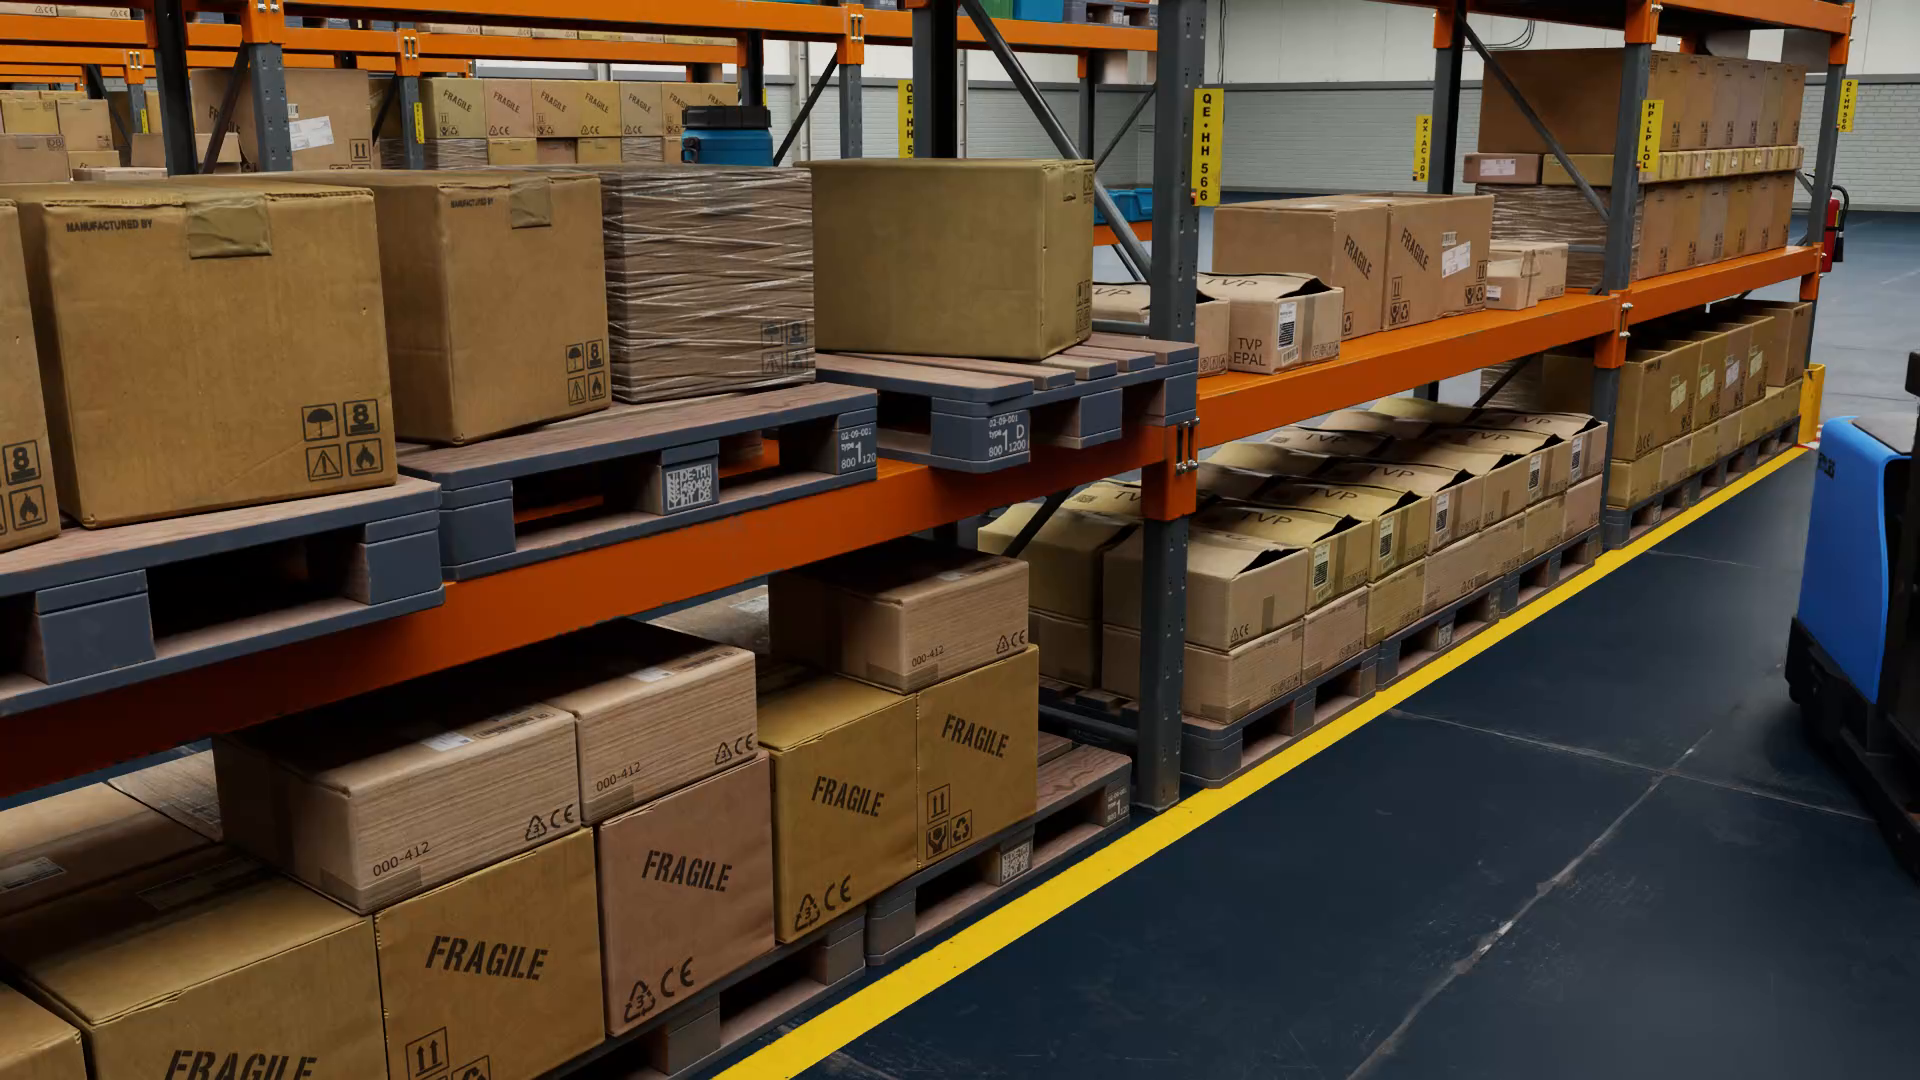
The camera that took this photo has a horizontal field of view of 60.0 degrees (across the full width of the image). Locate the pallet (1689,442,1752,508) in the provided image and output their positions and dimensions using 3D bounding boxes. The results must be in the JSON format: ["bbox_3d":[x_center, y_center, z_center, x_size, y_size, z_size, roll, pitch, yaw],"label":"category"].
[{"bbox_3d":[4.087,-0.473,10.057,1.003,0.211,1.213,11,18,38],"label":"pallet"}]

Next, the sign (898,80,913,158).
[{"bbox_3d":[-0.160,-1.325,5.393,0.100,0.325,0.005,11,18,38],"label":"sign"}]

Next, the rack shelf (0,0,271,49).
[{"bbox_3d":[-4.834,-2.168,6.432,1.077,0.370,4.000,11,18,38],"label":"rack shelf"}]

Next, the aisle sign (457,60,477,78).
[{"bbox_3d":[-5.917,-5.758,19.917,0.394,0.787,0.004,11,18,38],"label":"aisle sign"}]

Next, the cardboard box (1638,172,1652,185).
[{"bbox_3d":[3.265,-1.877,8.398,0.380,0.149,0.250,12,18,38],"label":"cardboard box"}]

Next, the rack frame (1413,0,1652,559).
[{"bbox_3d":[2.788,-1.444,8.216,1.000,3.000,0.127,11,18,38],"label":"rack frame"}]

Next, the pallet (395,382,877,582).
[{"bbox_3d":[-0.945,-0.212,3.755,1.003,0.211,1.213,11,18,38],"label":"pallet"}]

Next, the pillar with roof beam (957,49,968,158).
[{"bbox_3d":[3.322,-12.889,41.082,9.100,9.000,0.400,11,18,38],"label":"pillar with roof beam"}]

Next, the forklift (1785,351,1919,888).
[{"bbox_3d":[3.305,-0.461,4.484,1.130,2.935,3.031,3,15,13],"label":"forklift"}]

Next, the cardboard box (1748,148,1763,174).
[{"bbox_3d":[4.561,-2.273,9.957,0.380,0.149,0.250,12,19,39],"label":"cardboard box"}]

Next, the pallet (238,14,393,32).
[{"bbox_3d":[-5.386,-4.239,13.507,1.213,0.211,1.003,11,18,38],"label":"pallet"}]

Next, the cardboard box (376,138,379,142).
[{"bbox_3d":[-7.190,-4.856,19.148,0.875,0.550,0.550,11,18,38],"label":"cardboard box"}]

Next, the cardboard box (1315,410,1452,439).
[{"bbox_3d":[2.016,-0.451,7.900,0.500,0.311,0.500,11,18,37],"label":"cardboard box"}]

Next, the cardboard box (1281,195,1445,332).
[{"bbox_3d":[1.647,-1.151,6.860,0.500,0.500,0.500,11,18,38],"label":"cardboard box"}]

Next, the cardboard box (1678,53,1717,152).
[{"bbox_3d":[3.694,-2.400,9.141,0.700,0.500,0.500,11,18,38],"label":"cardboard box"}]

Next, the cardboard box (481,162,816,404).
[{"bbox_3d":[-0.758,-0.647,4.020,0.500,0.500,0.700,-12,18,-39],"label":"cardboard box"}]

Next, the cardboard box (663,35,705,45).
[{"bbox_3d":[-2.818,-4.897,16.021,0.500,0.250,0.500,11,18,38],"label":"cardboard box"}]

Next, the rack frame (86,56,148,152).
[{"bbox_3d":[-8.709,-3.765,17.351,1.000,3.000,0.127,11,18,38],"label":"rack frame"}]

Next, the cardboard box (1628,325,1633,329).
[{"bbox_3d":[3.544,-0.991,9.642,0.500,0.500,0.500,11,18,38],"label":"cardboard box"}]

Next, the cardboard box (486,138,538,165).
[{"bbox_3d":[-4.242,-3.337,14.861,0.875,0.500,0.500,11,18,38],"label":"cardboard box"}]

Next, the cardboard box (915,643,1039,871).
[{"bbox_3d":[-0.131,0.536,4.606,0.500,0.500,0.500,12,19,40],"label":"cardboard box"}]

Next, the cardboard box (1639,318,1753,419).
[{"bbox_3d":[4.264,-1.007,9.701,0.500,0.500,0.500,11,18,38],"label":"cardboard box"}]

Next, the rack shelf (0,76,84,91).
[{"bbox_3d":[-15.229,-6.767,24.538,1.077,0.370,4.000,11,18,38],"label":"rack shelf"}]

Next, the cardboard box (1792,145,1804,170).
[{"bbox_3d":[5.210,-2.470,10.735,0.380,0.149,0.250,11,18,37],"label":"cardboard box"}]

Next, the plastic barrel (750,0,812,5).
[{"bbox_3d":[-1.213,-3.777,10.289,0.600,0.901,0.708,11,18,38],"label":"plastic barrel"}]

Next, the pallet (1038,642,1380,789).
[{"bbox_3d":[0.822,0.522,6.141,1.003,0.211,1.213,11,18,38],"label":"pallet"}]

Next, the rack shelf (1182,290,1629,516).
[{"bbox_3d":[1.531,-0.713,6.797,1.077,0.370,4.000,11,18,38],"label":"rack shelf"}]

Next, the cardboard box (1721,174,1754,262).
[{"bbox_3d":[4.356,-1.976,10.105,0.700,0.500,0.500,11,18,38],"label":"cardboard box"}]

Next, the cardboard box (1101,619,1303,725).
[{"bbox_3d":[0.831,0.396,5.703,0.500,0.250,0.500,11,18,37],"label":"cardboard box"}]

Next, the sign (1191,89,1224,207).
[{"bbox_3d":[0.702,-1.119,4.744,0.100,0.325,0.005,11,18,38],"label":"sign"}]

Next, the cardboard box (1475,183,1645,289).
[{"bbox_3d":[3.062,-1.579,8.542,0.700,0.500,0.500,11,18,36],"label":"cardboard box"}]

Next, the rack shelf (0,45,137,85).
[{"bbox_3d":[-9.966,-4.487,15.562,1.077,0.370,4.000,11,18,38],"label":"rack shelf"}]

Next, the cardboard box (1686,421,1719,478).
[{"bbox_3d":[3.952,-0.547,9.415,0.500,0.250,0.500,11,18,38],"label":"cardboard box"}]

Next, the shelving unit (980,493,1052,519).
[{"bbox_3d":[-0.004,-0.544,8.479,0.538,1.125,1.048,11,18,38],"label":"shelving unit"}]

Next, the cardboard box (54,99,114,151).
[{"bbox_3d":[-9.017,-4.202,16.838,0.700,0.500,0.500,11,18,37],"label":"cardboard box"}]

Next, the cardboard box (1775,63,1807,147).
[{"bbox_3d":[4.965,-2.790,10.675,0.700,0.500,0.500,11,18,38],"label":"cardboard box"}]

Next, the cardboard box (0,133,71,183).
[{"bbox_3d":[-6.848,-2.696,12.087,0.500,0.500,0.700,-13,19,-41],"label":"cardboard box"}]

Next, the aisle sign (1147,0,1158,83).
[{"bbox_3d":[1.728,-4.205,13.805,0.394,0.787,0.004,11,18,38],"label":"aisle sign"}]

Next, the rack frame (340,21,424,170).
[{"bbox_3d":[-4.915,-2.978,14.253,1.000,3.000,0.127,11,18,38],"label":"rack frame"}]

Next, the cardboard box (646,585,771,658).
[{"bbox_3d":[-0.559,0.464,4.887,0.500,0.500,0.500,10,18,36],"label":"cardboard box"}]

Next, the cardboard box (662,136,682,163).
[{"bbox_3d":[-2.989,-3.721,16.372,0.875,0.500,0.500,11,18,38],"label":"cardboard box"}]

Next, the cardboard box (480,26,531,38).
[{"bbox_3d":[-4.104,-4.508,14.488,0.500,0.250,0.500,11,18,37],"label":"cardboard box"}]

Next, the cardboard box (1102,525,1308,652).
[{"bbox_3d":[0.831,0.124,5.634,0.500,0.311,0.500,12,19,39],"label":"cardboard box"}]

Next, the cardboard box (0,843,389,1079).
[{"bbox_3d":[-1.420,0.927,3.064,0.500,0.500,0.500,12,18,38],"label":"cardboard box"}]

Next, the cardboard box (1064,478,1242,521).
[{"bbox_3d":[0.733,-0.060,6.359,0.500,0.311,0.500,11,18,37],"label":"cardboard box"}]

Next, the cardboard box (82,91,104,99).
[{"bbox_3d":[-11.246,-5.540,21.500,0.700,0.500,0.500,11,18,37],"label":"cardboard box"}]

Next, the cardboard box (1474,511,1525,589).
[{"bbox_3d":[2.112,0.004,7.247,0.500,0.250,0.500,12,18,39],"label":"cardboard box"}]

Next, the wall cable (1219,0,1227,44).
[{"bbox_3d":[8.729,-15.588,47.755,3.097,2.526,0.112,11,18,38],"label":"wall cable"}]

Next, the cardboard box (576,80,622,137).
[{"bbox_3d":[-3.501,-3.991,15.404,0.500,0.500,0.500,11,18,38],"label":"cardboard box"}]

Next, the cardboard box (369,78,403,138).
[{"bbox_3d":[-4.846,-3.784,14.588,0.500,0.500,0.500,11,18,38],"label":"cardboard box"}]

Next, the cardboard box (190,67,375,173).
[{"bbox_3d":[-5.523,-3.342,13.614,1.000,1.000,1.000,11,18,38],"label":"cardboard box"}]

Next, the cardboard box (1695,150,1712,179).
[{"bbox_3d":[3.914,-2.076,9.182,0.380,0.149,0.250,11,18,36],"label":"cardboard box"}]

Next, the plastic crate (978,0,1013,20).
[{"bbox_3d":[0.141,-3.823,11.916,0.336,0.188,0.450,11,18,38],"label":"plastic crate"}]

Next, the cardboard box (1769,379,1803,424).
[{"bbox_3d":[5.195,-0.933,10.934,0.500,0.250,0.500,11,18,38],"label":"cardboard box"}]

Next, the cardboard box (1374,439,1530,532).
[{"bbox_3d":[2.119,-0.269,7.183,0.500,0.311,0.500,11,18,37],"label":"cardboard box"}]
